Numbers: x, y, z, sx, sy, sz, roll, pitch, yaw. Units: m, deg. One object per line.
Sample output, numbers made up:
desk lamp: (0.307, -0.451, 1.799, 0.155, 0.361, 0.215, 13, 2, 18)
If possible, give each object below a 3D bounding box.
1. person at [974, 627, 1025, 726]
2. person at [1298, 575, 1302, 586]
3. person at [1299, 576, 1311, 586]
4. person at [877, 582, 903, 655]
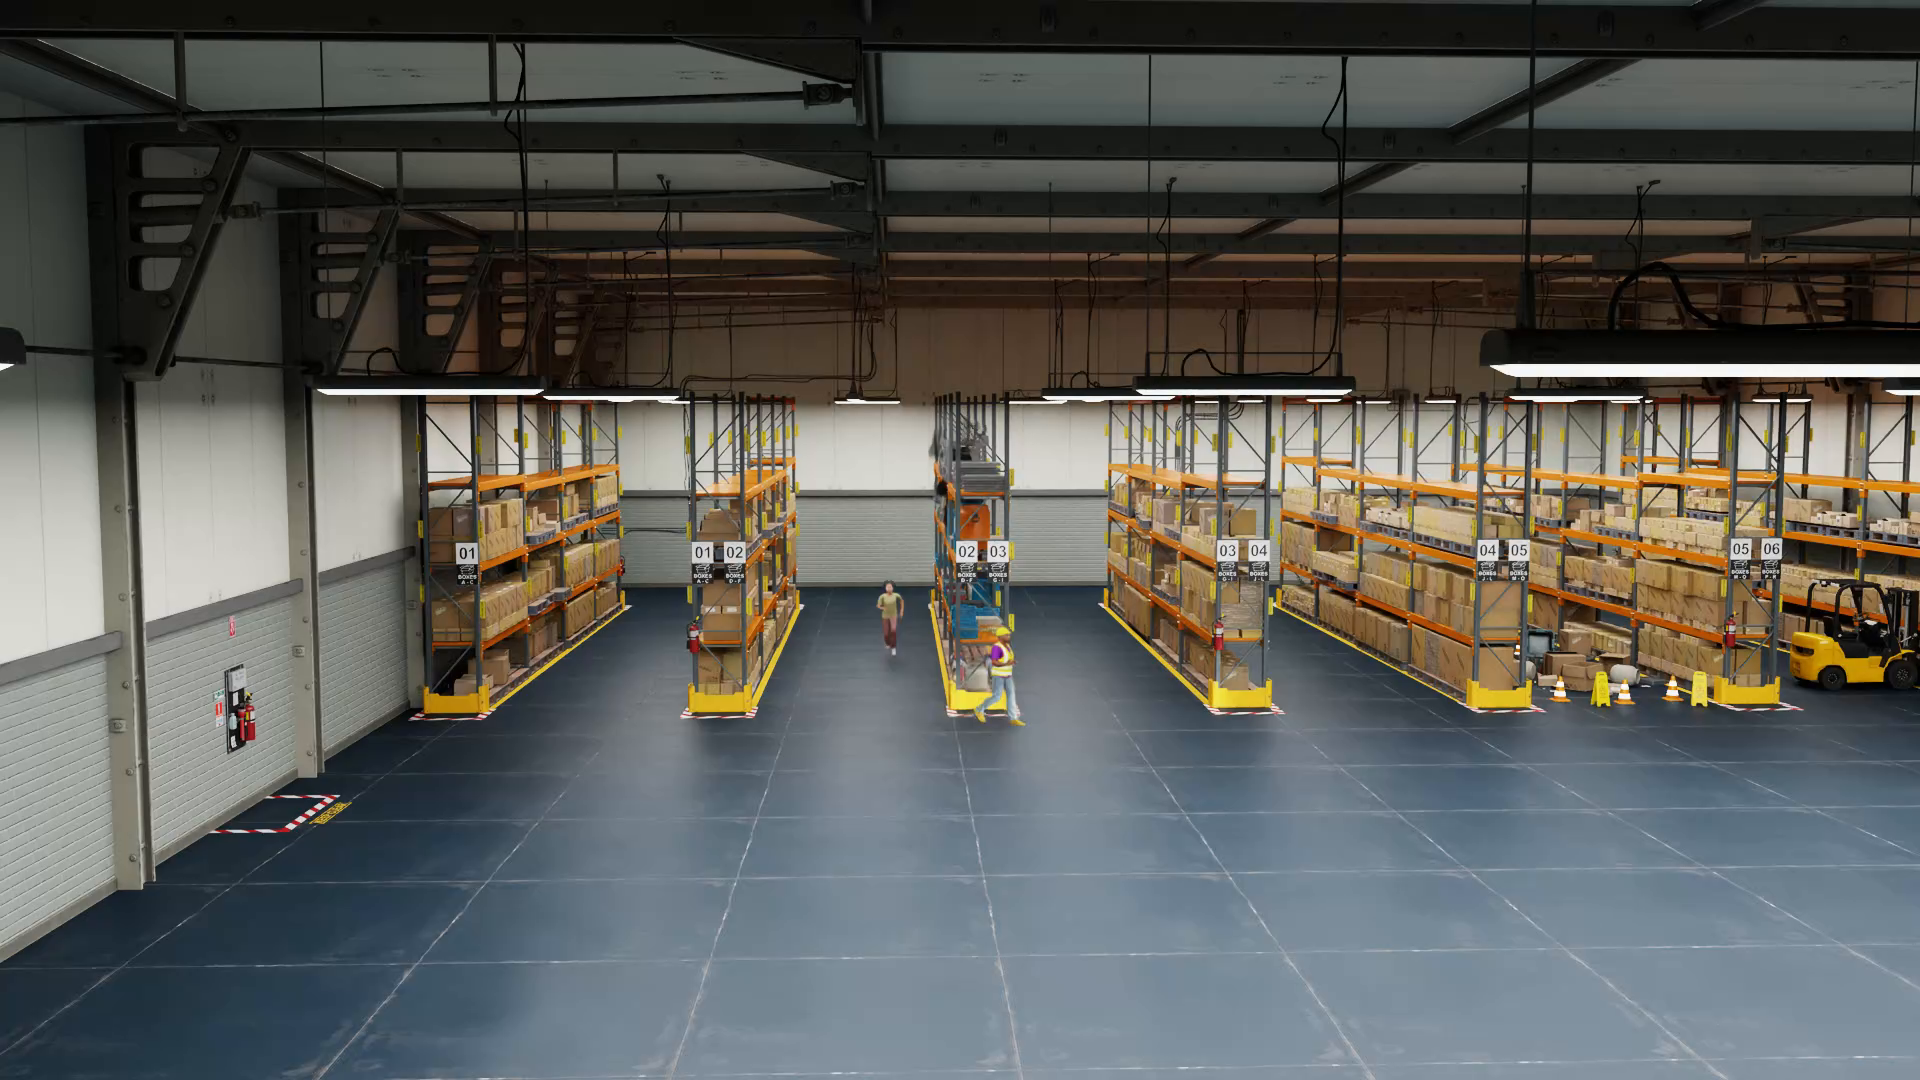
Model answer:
person: (0.742, 2.431, 29.743, 0.985, 1.747, 0.730, 3, 5, 29)
person: (10.216, 1.008, 49.193, 0.717, 1.576, 0.536, -2, 5, -20)
person: (10.196, 0.959, 48.861, 0.558, 1.699, 0.732, 2, 5, 28)
person: (-1.570, 1.752, 37.311, 0.594, 1.600, 0.762, 0, 5, 0)
